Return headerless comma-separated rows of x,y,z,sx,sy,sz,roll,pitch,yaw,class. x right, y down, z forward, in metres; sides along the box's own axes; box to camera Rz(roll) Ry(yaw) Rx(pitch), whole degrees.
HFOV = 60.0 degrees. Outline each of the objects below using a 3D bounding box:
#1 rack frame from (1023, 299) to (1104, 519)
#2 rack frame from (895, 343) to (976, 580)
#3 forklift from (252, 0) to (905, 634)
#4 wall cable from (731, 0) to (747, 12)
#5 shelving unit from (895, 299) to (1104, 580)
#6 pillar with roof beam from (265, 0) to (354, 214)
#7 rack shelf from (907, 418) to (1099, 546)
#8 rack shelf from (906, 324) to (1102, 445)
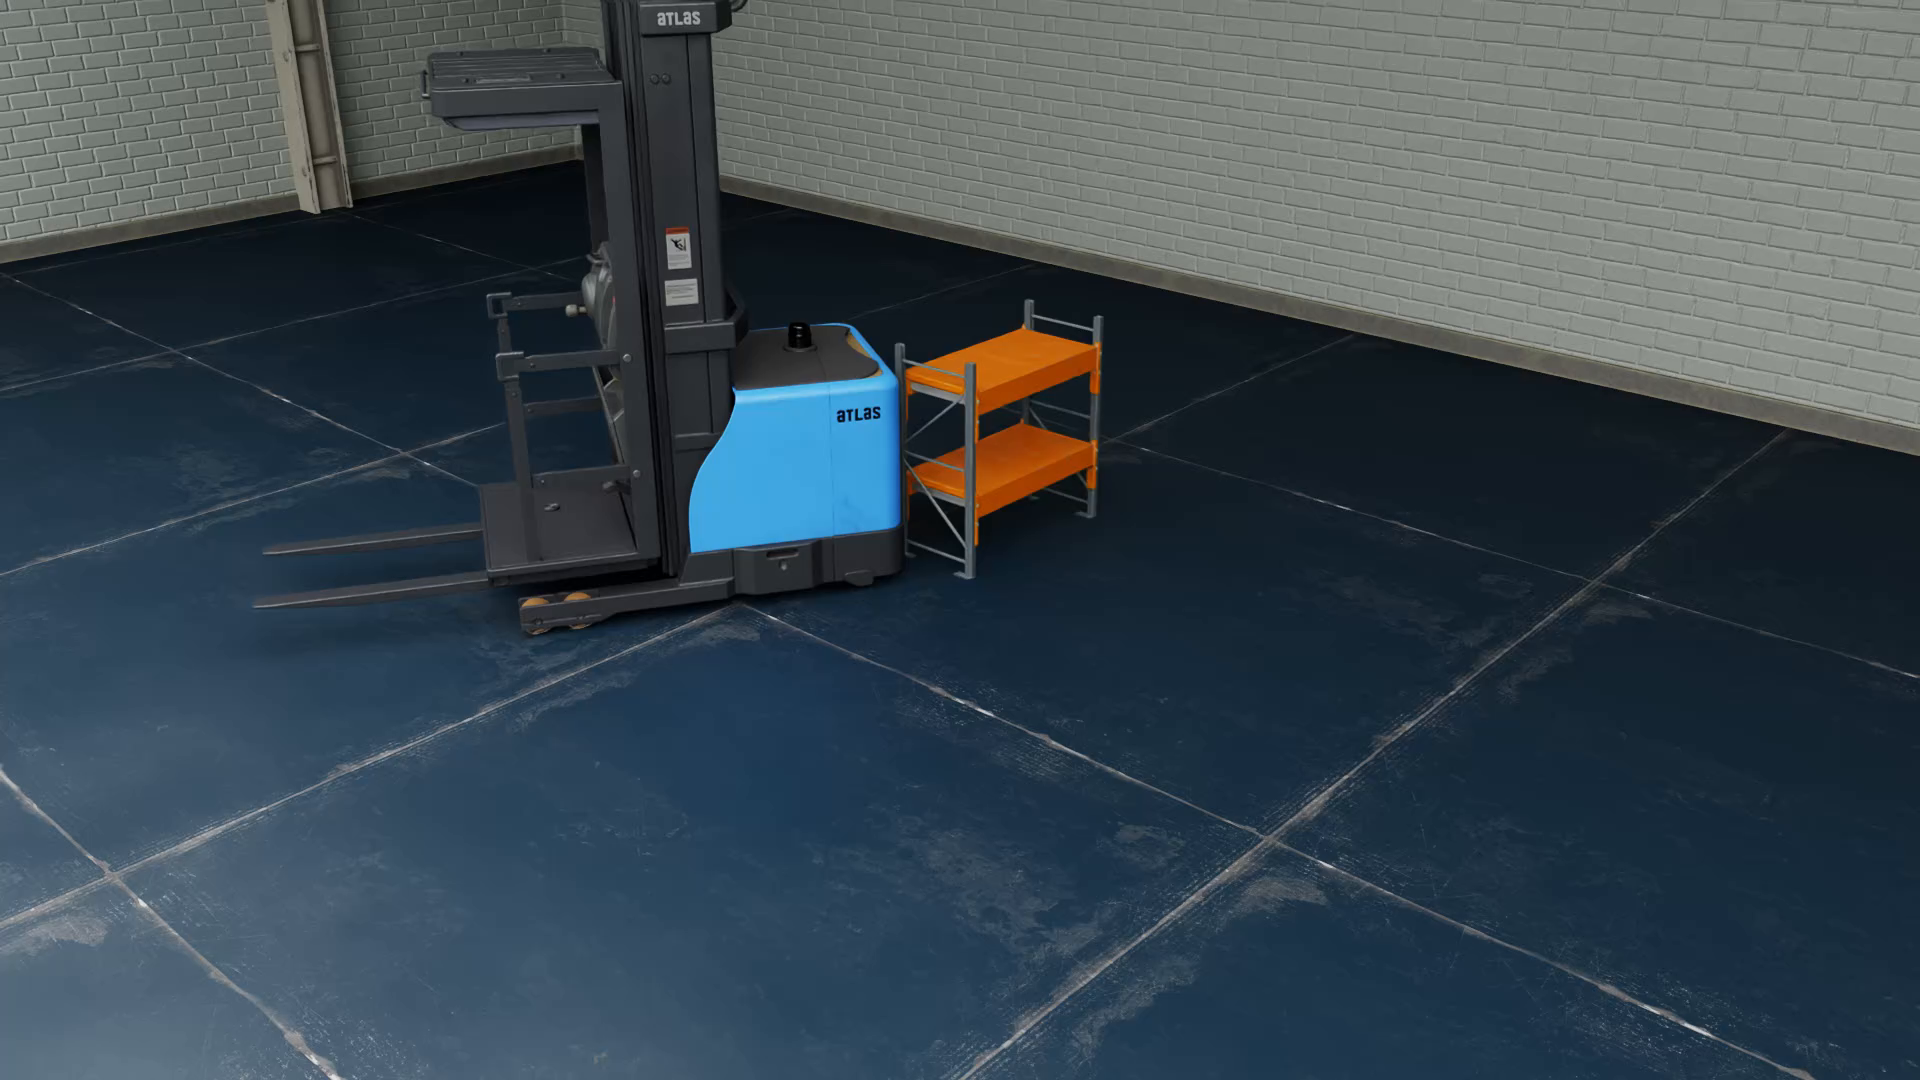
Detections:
0.542,-0.700,8.937,0.500,1.125,0.032,19,31,37,rack frame
-0.121,-0.385,8.234,0.500,1.125,0.032,19,31,37,rack frame
-1.852,-1.139,7.707,3.031,2.935,1.130,-7,25,-15,forklift
-3.063,-6.380,15.777,3.097,2.526,0.112,20,31,38,wall cable
0.210,-0.543,8.585,0.538,1.125,1.048,19,31,37,shelving unit
-2.808,-6.085,11.323,9.100,9.000,0.400,20,31,38,pillar with roof beam
0.210,-0.320,8.685,0.538,0.278,1.000,19,31,37,rack shelf
0.210,-0.810,8.466,0.538,0.278,1.000,19,31,37,rack shelf
